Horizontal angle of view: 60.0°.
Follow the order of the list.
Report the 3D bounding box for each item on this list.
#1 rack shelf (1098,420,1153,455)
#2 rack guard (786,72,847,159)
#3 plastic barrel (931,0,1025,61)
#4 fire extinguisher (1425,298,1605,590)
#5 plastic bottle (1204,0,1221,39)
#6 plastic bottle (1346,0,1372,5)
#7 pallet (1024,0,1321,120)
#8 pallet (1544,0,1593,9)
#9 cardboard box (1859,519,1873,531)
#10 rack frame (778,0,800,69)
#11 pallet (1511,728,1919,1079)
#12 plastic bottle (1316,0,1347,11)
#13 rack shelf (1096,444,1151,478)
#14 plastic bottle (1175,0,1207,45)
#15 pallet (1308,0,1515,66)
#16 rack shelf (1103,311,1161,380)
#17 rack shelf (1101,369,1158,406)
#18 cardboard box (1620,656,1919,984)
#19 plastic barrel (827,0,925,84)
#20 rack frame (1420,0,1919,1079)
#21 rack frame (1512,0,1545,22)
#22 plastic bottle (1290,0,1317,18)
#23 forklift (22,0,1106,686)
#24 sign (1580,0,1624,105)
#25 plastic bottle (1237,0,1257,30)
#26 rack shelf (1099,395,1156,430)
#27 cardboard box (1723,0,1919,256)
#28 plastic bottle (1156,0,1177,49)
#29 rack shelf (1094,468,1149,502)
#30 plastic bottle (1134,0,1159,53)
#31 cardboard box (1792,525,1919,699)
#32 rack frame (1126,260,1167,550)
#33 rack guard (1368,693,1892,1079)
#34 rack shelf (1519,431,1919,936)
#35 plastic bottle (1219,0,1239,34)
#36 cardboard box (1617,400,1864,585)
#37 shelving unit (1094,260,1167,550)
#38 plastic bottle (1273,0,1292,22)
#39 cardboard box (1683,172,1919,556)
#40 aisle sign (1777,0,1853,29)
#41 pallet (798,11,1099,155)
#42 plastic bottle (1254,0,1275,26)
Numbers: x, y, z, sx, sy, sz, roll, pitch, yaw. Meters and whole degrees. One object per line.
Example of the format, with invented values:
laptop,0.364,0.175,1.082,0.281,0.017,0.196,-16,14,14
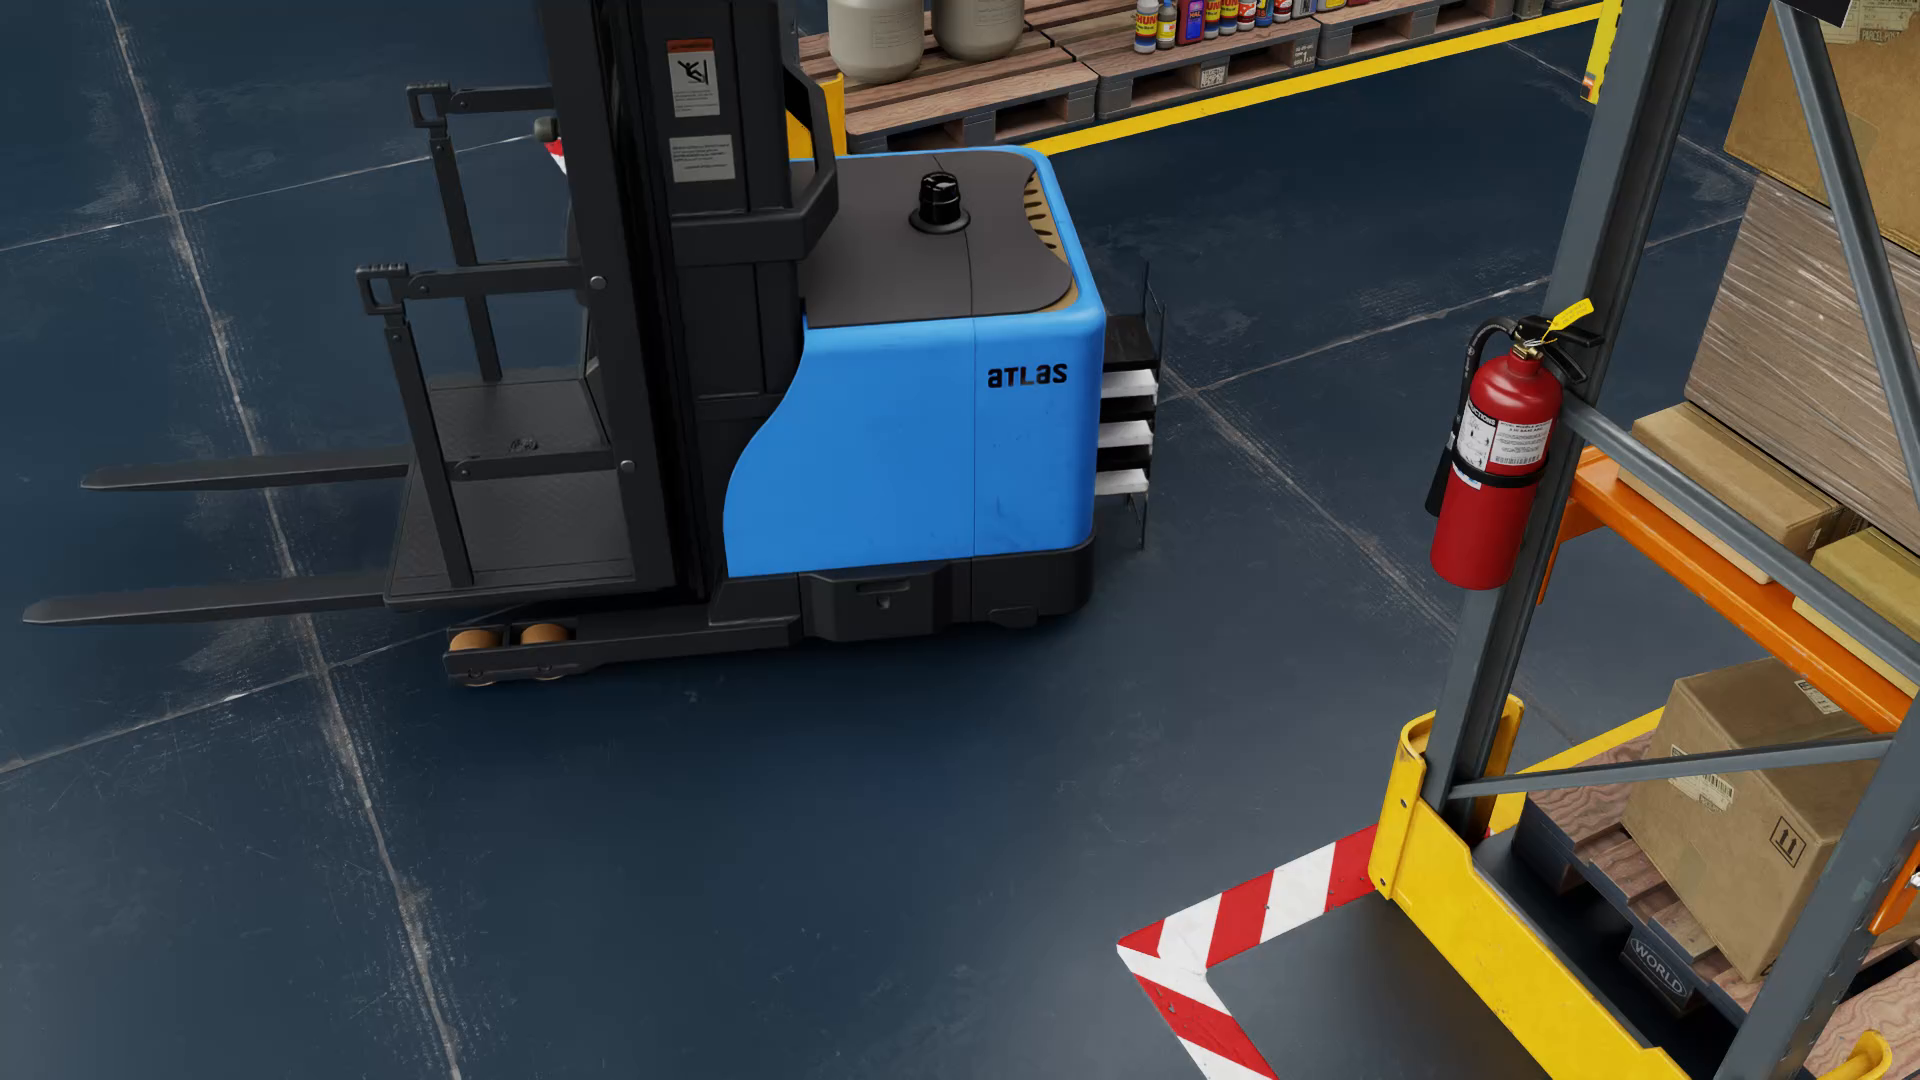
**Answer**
rack shelf,0.457,-0.355,5.024,0.200,0.077,0.258,-5,40,-6
rack guard,-0.869,-1.939,7.153,0.348,0.500,1.175,-19,44,-21
plastic barrel,0.079,-2.444,7.416,0.421,0.512,0.421,0,40,0
fire extinguisher,1.059,-0.205,3.231,0.183,0.674,0.296,-19,44,-21
plastic bottle,1.142,-2.435,7.576,0.097,0.271,0.097,0,40,0
plastic bottle,1.900,-2.681,7.857,0.133,0.283,0.061,-16,43,-18
pallet,0.935,-2.429,7.957,1.213,0.211,1.003,-19,44,-21
pallet,3.312,-3.229,8.902,1.213,0.211,1.003,-19,44,-21
cardboard box,1.753,-0.187,3.343,0.250,0.149,0.380,-19,44,-21
rack frame,-0.914,-2.843,6.287,0.127,3.000,1.000,-19,44,-21
pallet,2.178,0.814,4.124,1.213,0.211,1.003,-19,44,-21
plastic bottle,1.739,-2.683,7.807,0.185,0.351,0.144,-19,44,-21
rack shelf,0.457,-0.286,5.082,0.200,0.077,0.258,-5,40,-6
plastic bottle,1.047,-2.394,7.518,0.133,0.283,0.061,-18,43,-20
pallet,2.018,-2.796,8.390,1.213,0.211,1.003,-19,44,-21
rack shelf,0.457,-0.561,4.850,0.200,0.077,0.258,-5,40,-6
rack shelf,0.457,-0.492,4.908,0.200,0.077,0.258,-5,40,-6
cardboard box,1.935,0.612,3.815,0.500,0.500,0.500,-11,41,-13
plastic barrel,-0.366,-2.294,7.239,0.421,0.512,0.421,0,40,0
rack frame,1.374,-0.005,2.934,0.127,3.000,1.000,-19,44,-21
rack frame,2.633,-4.037,7.697,0.127,3.000,1.000,-19,44,-21
plastic bottle,1.593,-2.608,7.777,0.135,0.276,0.152,-18,43,-20
forklift,-1.162,-1.064,4.239,3.031,2.935,1.130,-5,40,-6
sign,1.135,-0.892,2.841,0.005,0.325,0.100,-19,44,-21
plastic bottle,1.318,-2.467,7.668,0.097,0.201,0.097,0,40,0
rack shelf,0.457,-0.423,4.966,0.200,0.077,0.258,-5,40,-6
cardboard box,1.747,-0.844,2.844,0.500,0.500,0.500,-19,44,-21
plastic bottle,0.929,-2.336,7.514,0.097,0.201,0.097,0,40,0
rack shelf,0.457,-0.217,5.140,0.200,0.077,0.258,-5,40,-6
plastic bottle,0.838,-2.332,7.455,0.097,0.271,0.097,0,40,0
cardboard box,1.736,0.142,2.955,0.250,0.149,0.380,-19,44,-21
rack frame,0.557,-0.389,5.013,0.006,0.900,0.240,-5,40,-6
rack guard,1.441,0.926,3.769,0.348,0.500,1.175,-19,44,-21
rack shelf,3.147,-0.327,3.872,4.000,0.370,1.077,-19,44,-21
plastic bottle,1.230,-2.464,7.611,0.097,0.271,0.097,0,40,0
cardboard box,1.531,-0.112,3.256,0.250,0.149,0.380,-19,44,-21
shelving unit,0.457,-0.380,5.002,0.210,0.900,0.258,-5,40,-6
plastic bottle,1.501,-2.529,7.741,0.097,0.201,0.097,0,40,0
cardboard box,1.874,-0.305,2.981,0.500,0.500,0.875,-19,44,-21
aisle sign,1.180,-1.151,2.276,0.004,0.787,0.394,-19,44,-21
pallet,-0.146,-2.068,7.530,1.213,0.211,1.003,-19,44,-21
plastic bottle,1.410,-2.525,7.682,0.097,0.271,0.097,0,40,0
